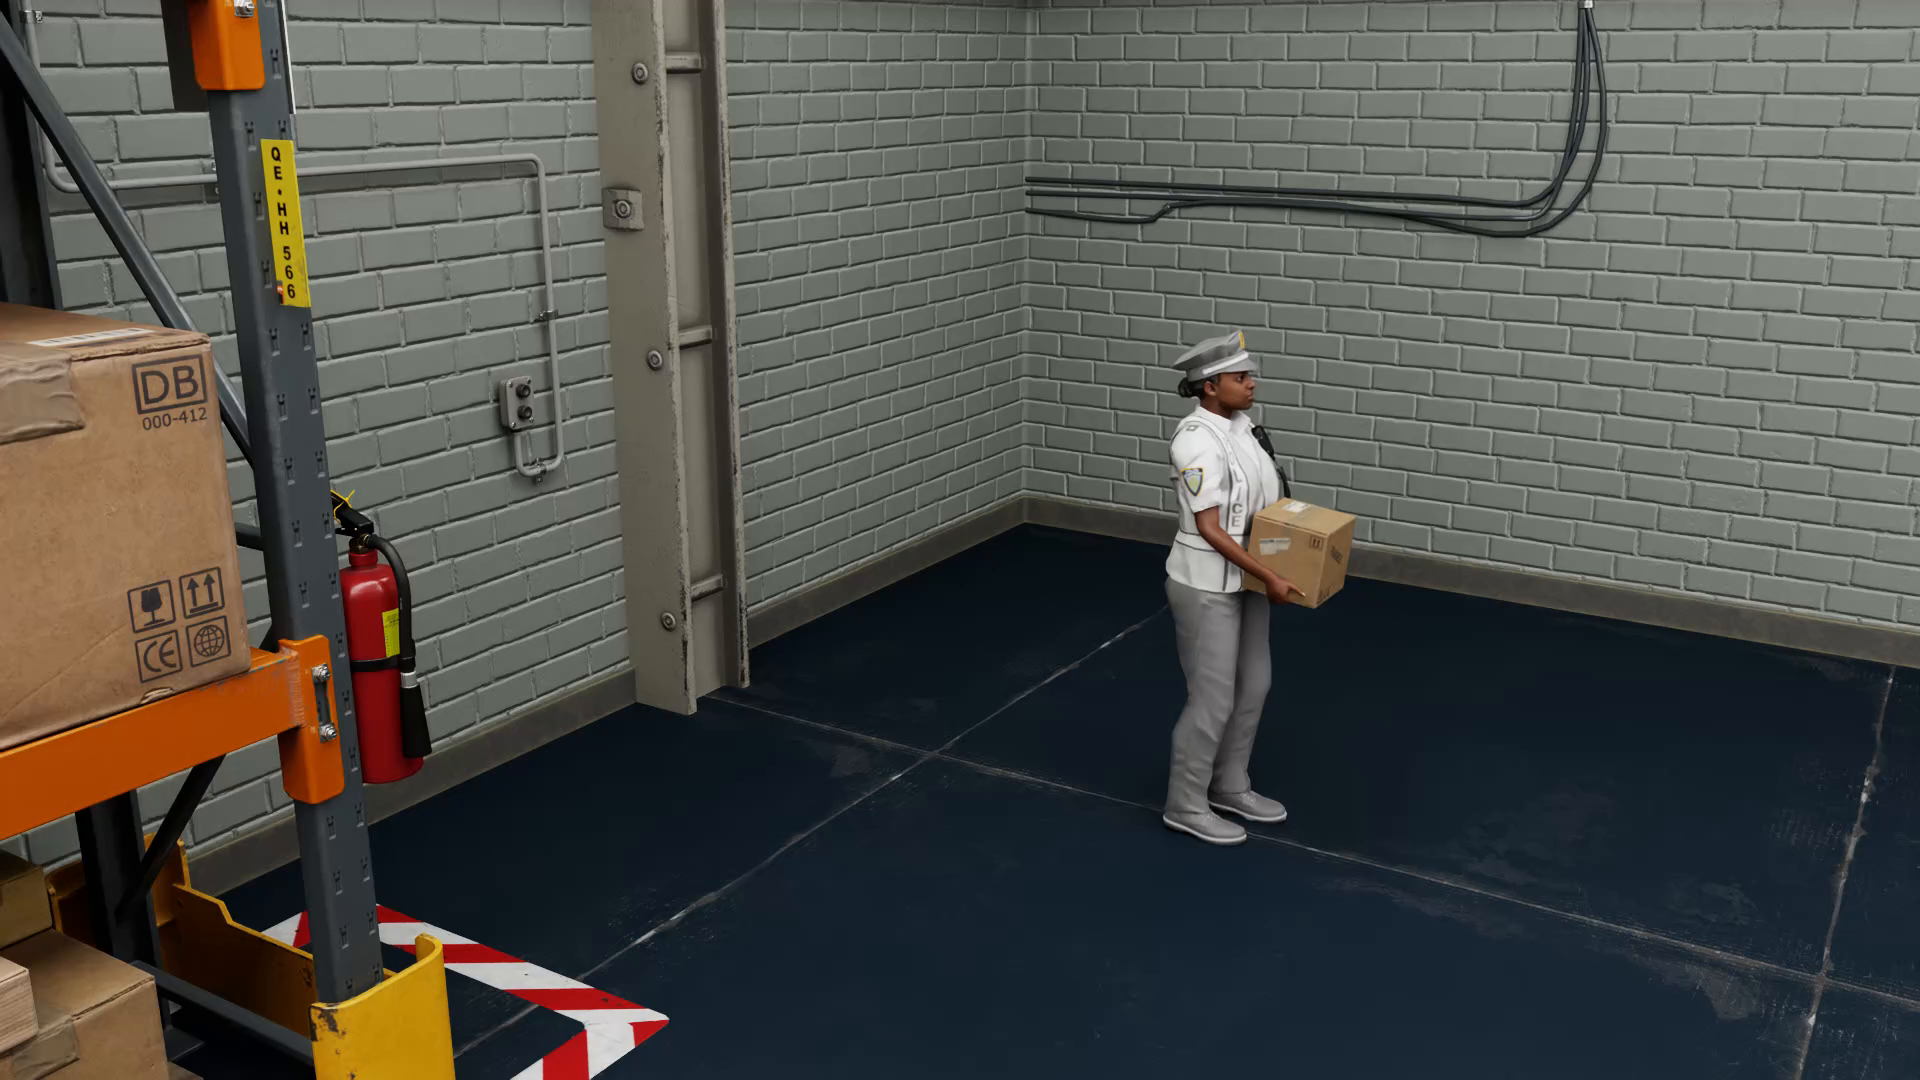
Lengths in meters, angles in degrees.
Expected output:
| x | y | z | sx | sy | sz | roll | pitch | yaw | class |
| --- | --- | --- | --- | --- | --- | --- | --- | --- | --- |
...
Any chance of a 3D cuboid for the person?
| x | y | z | sx | sy | sz | roll | pitch | yaw | class |
| --- | --- | --- | --- | --- | --- | --- | --- | --- | --- |
| 0.924 | 0.158 | 5.450 | 0.537 | 1.687 | 0.451 | 10 | 19 | 31 | person |
